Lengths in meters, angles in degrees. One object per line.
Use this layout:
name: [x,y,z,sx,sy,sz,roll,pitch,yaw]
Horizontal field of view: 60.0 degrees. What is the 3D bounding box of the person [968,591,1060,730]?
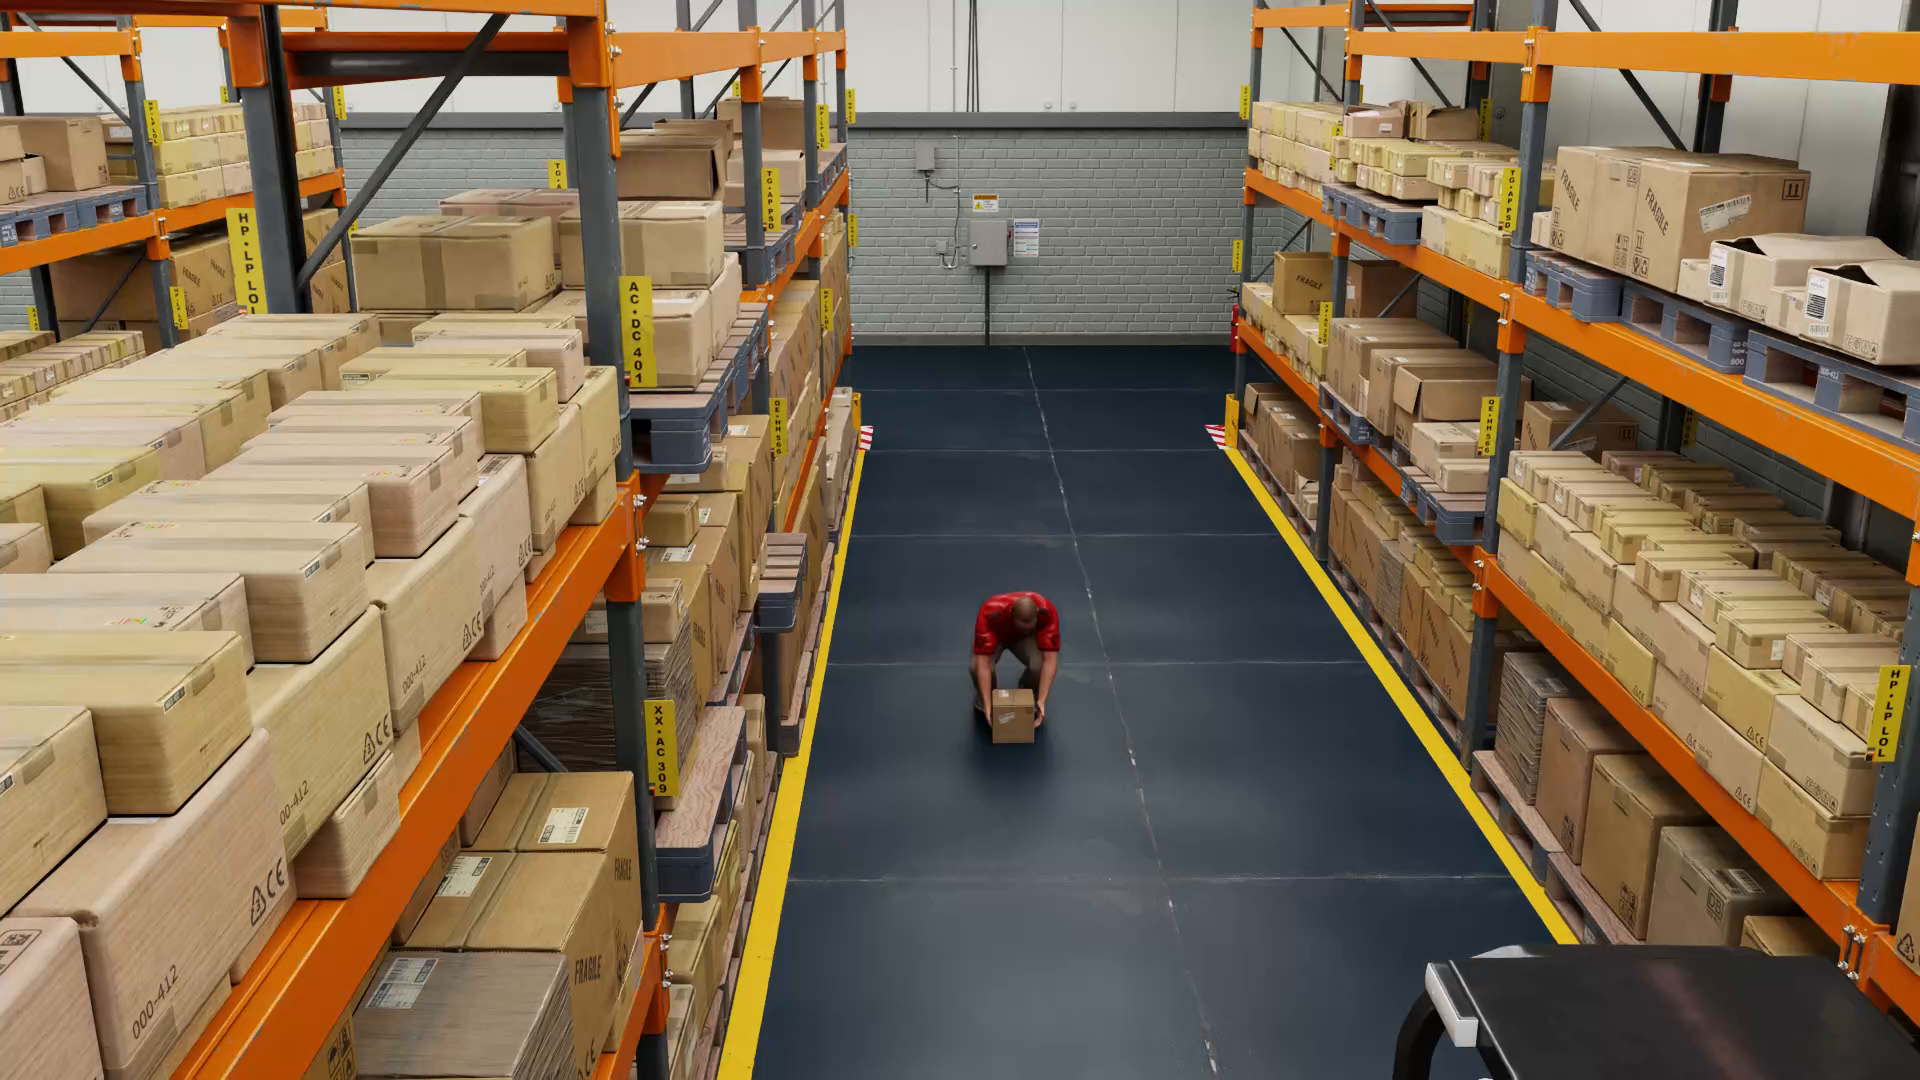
person: [0.330,0.669,10.338,0.564,0.888,0.870,0,17,-1]
